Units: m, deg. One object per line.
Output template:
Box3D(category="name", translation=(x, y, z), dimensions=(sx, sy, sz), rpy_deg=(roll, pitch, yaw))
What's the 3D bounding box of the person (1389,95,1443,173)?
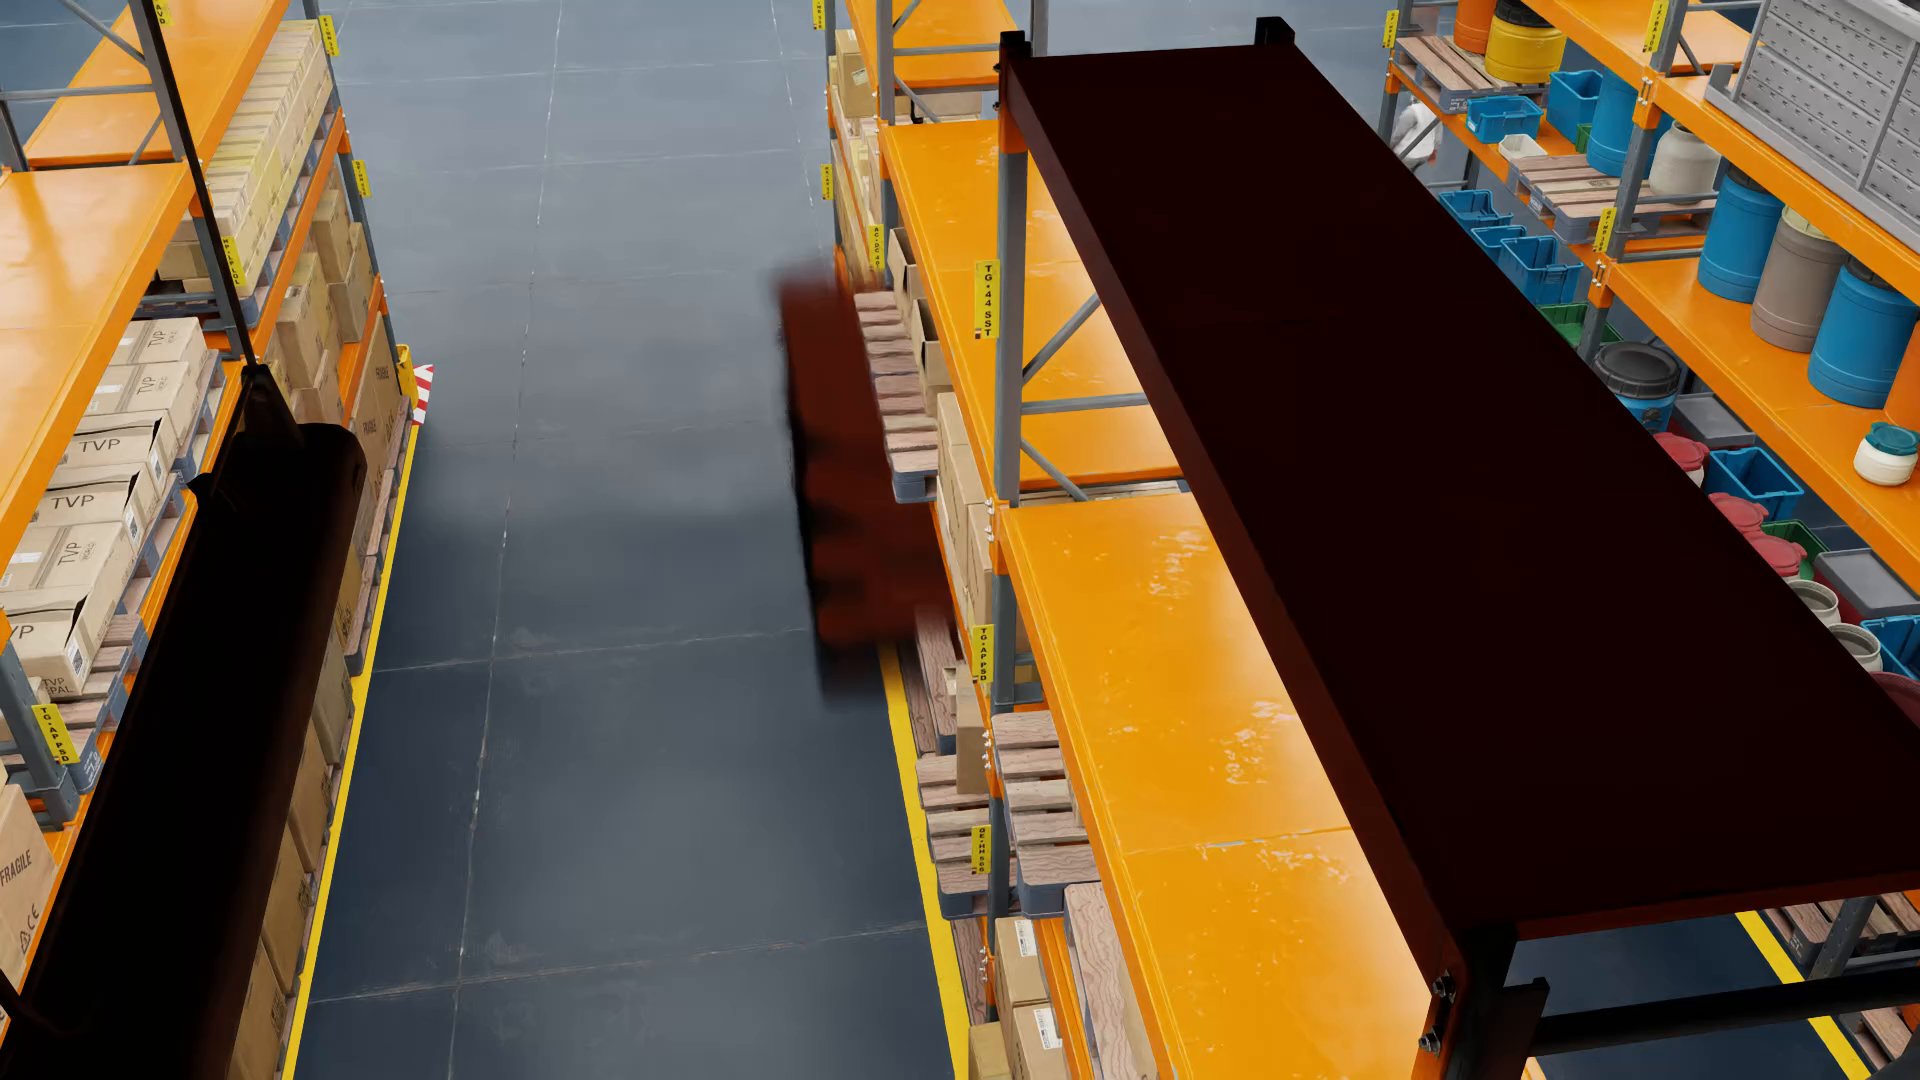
Box3D(category="person", translation=(4.689, -4.152, 17.637), dimensions=(0.561, 1.789, 0.676), rpy_deg=(-19, 40, -24))
